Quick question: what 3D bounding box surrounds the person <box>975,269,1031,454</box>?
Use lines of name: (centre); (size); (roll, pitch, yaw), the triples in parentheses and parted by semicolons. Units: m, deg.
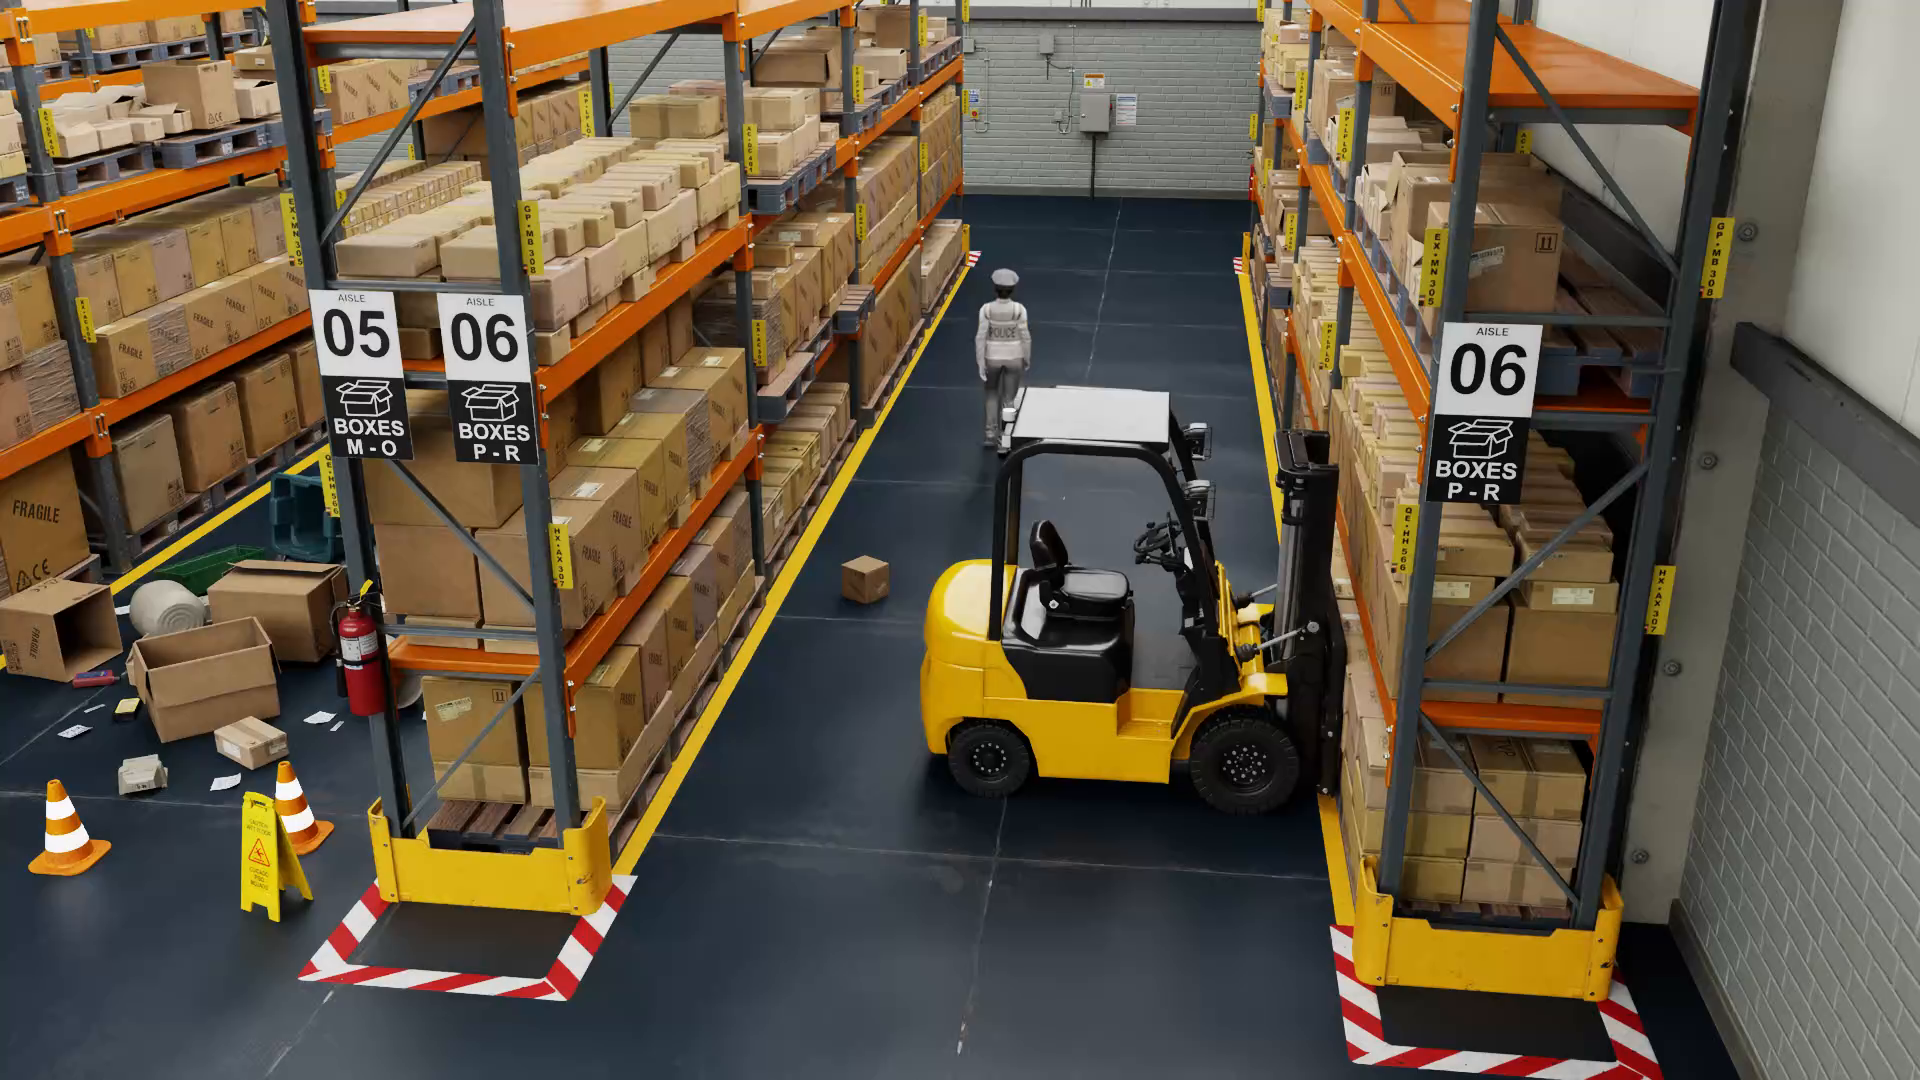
person: (0.397, -1.611, 15.204); (0.499, 1.747, 0.518); (2, 21, 6)
